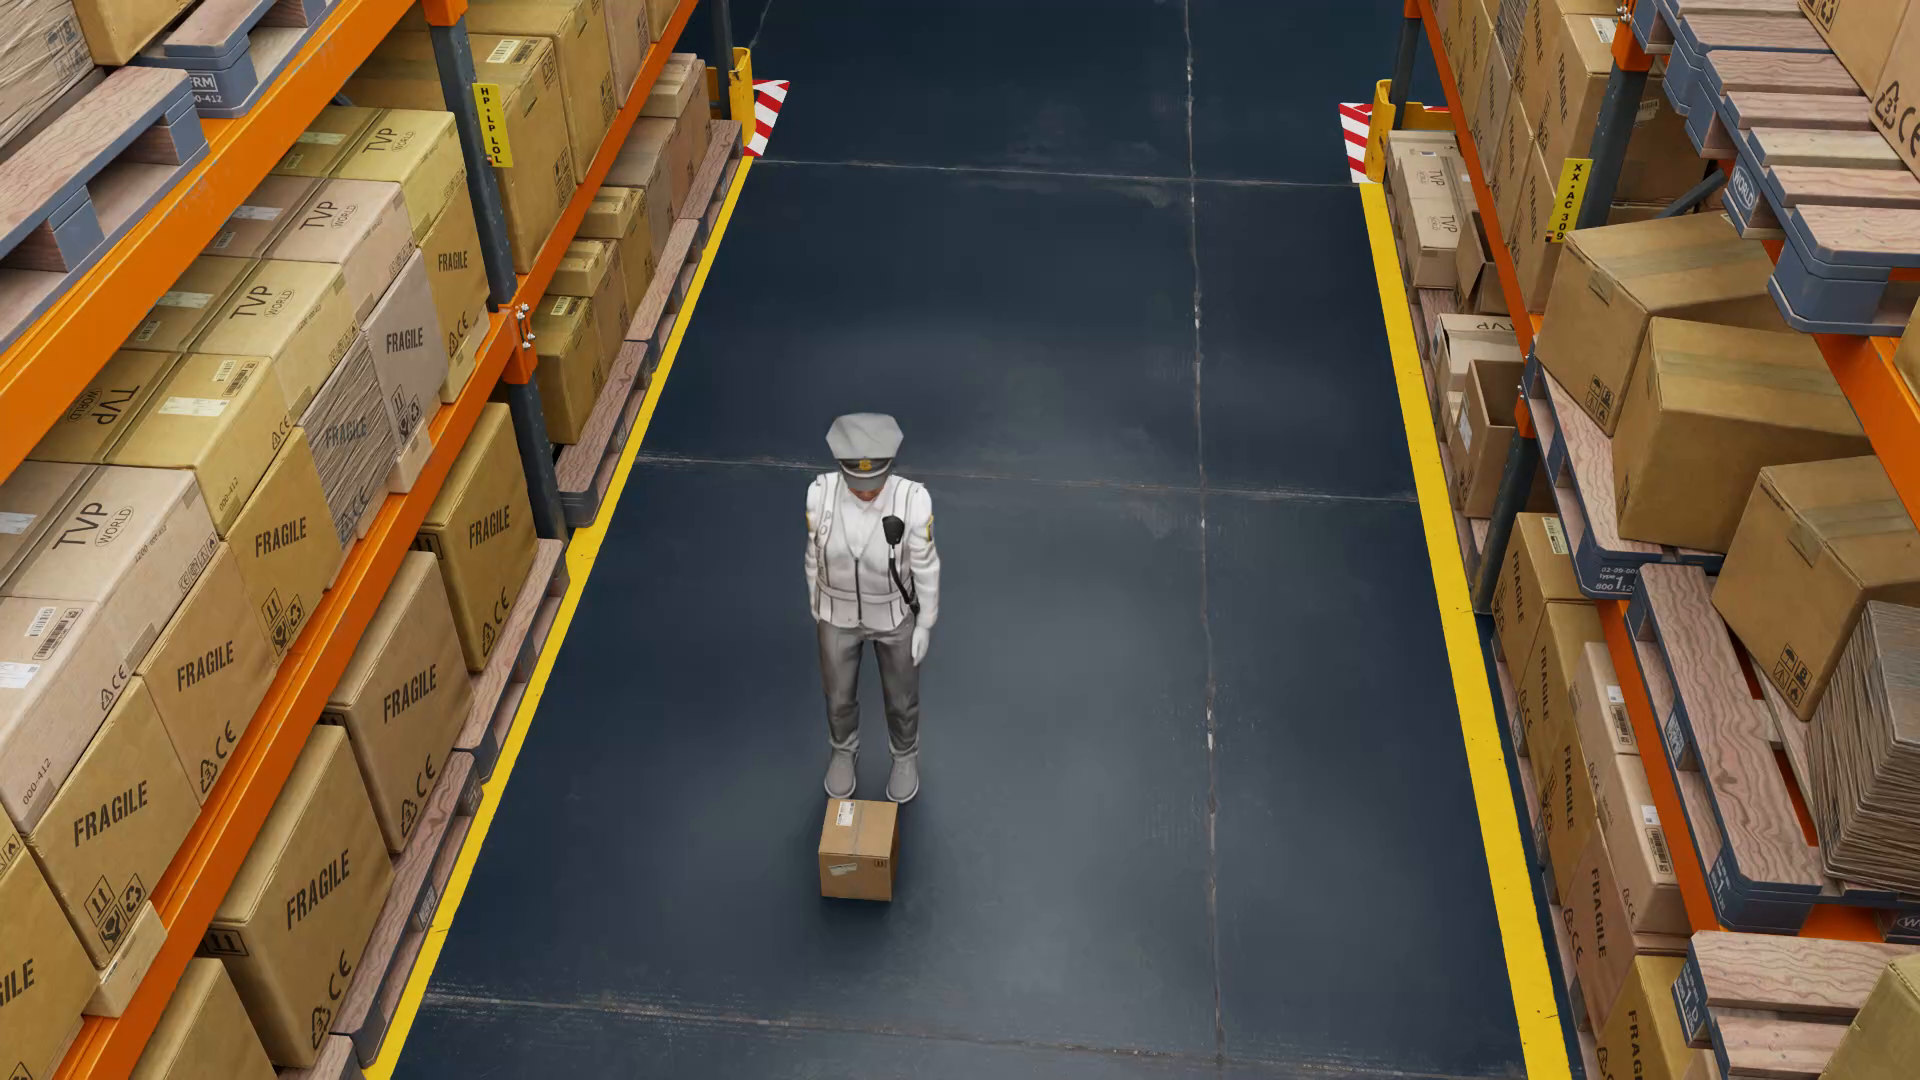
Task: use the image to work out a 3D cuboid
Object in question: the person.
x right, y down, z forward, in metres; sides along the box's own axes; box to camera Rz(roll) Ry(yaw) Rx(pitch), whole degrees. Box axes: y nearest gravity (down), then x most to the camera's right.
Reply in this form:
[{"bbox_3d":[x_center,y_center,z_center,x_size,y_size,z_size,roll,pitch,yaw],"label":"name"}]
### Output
[{"bbox_3d":[-0.304,0.276,5.845,0.471,1.651,0.327,4,40,5],"label":"person"}]
